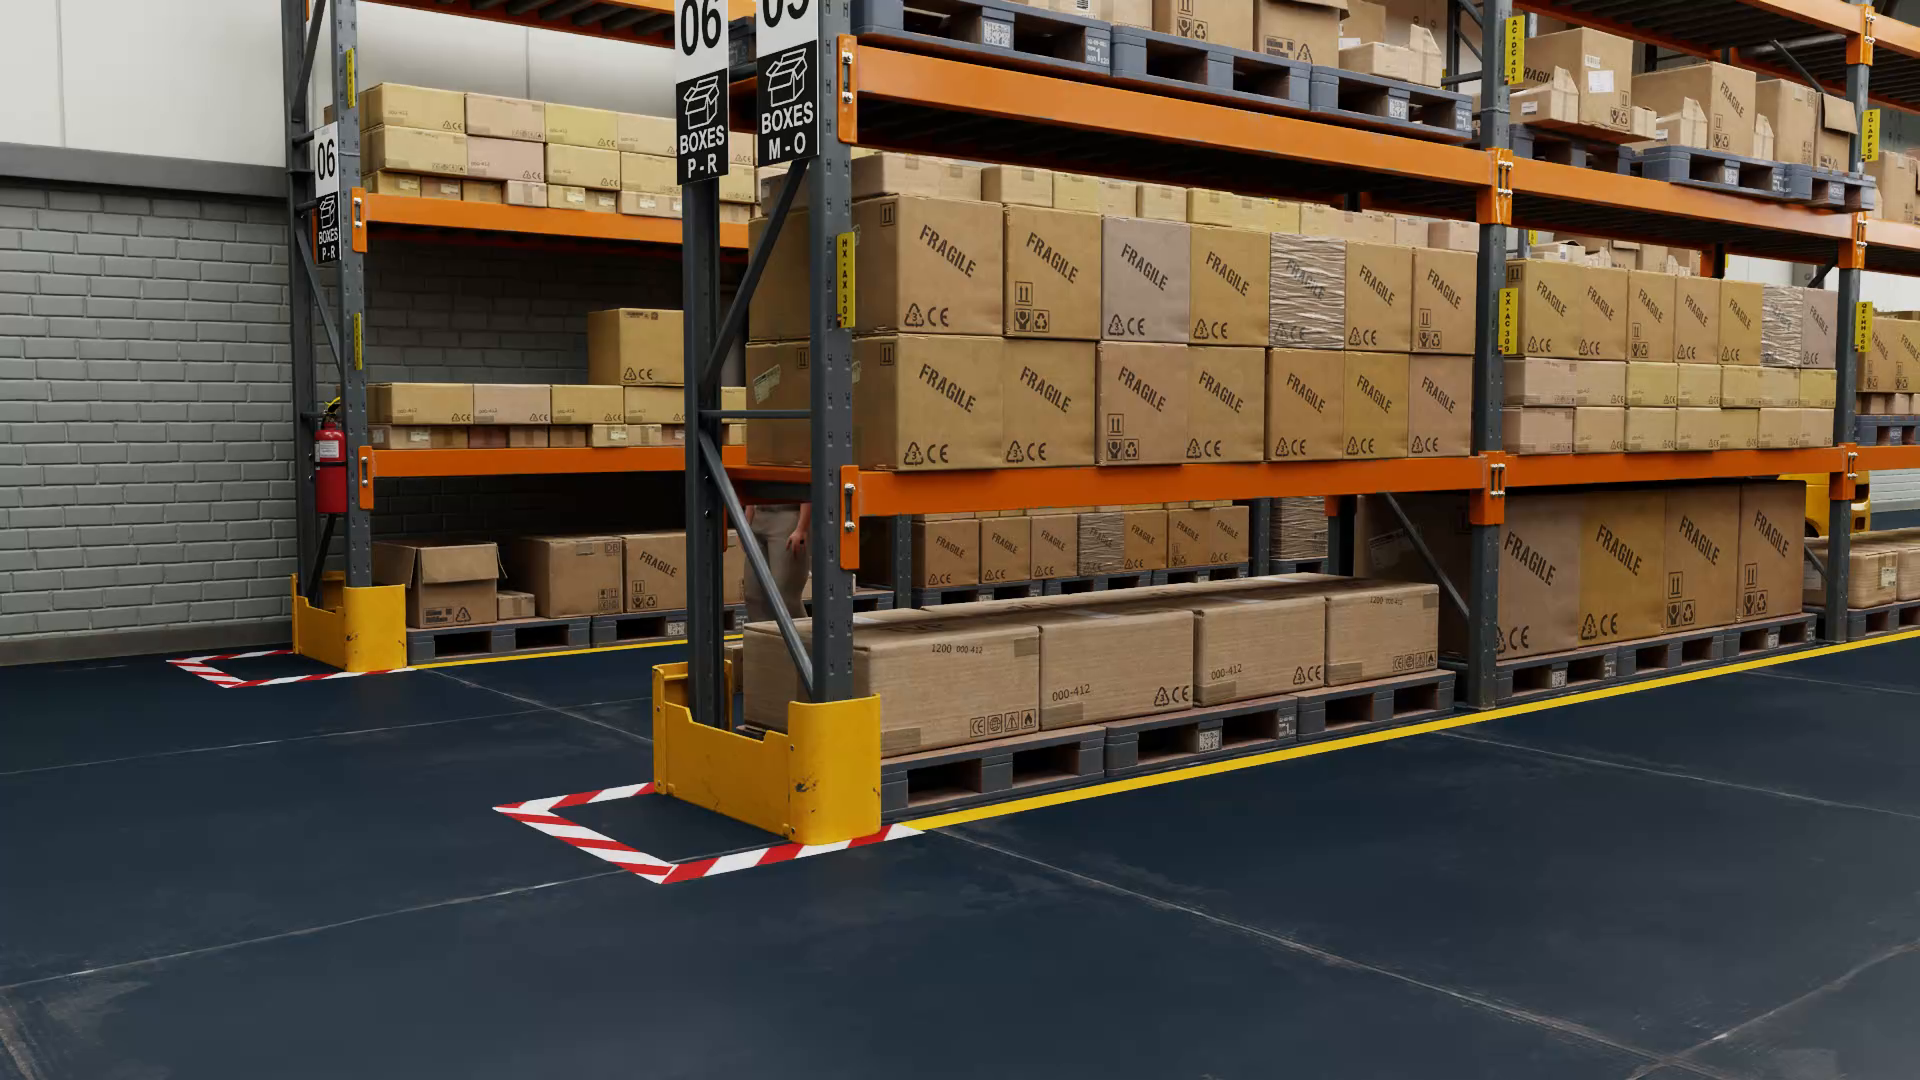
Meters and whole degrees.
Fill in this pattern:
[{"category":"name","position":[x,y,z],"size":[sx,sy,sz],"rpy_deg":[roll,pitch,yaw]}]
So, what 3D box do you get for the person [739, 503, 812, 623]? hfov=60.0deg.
[{"category":"person","position":[-1.018,-0.052,9.281],"size":[0.386,1.726,0.594],"rpy_deg":[-4,6,-40]}]
